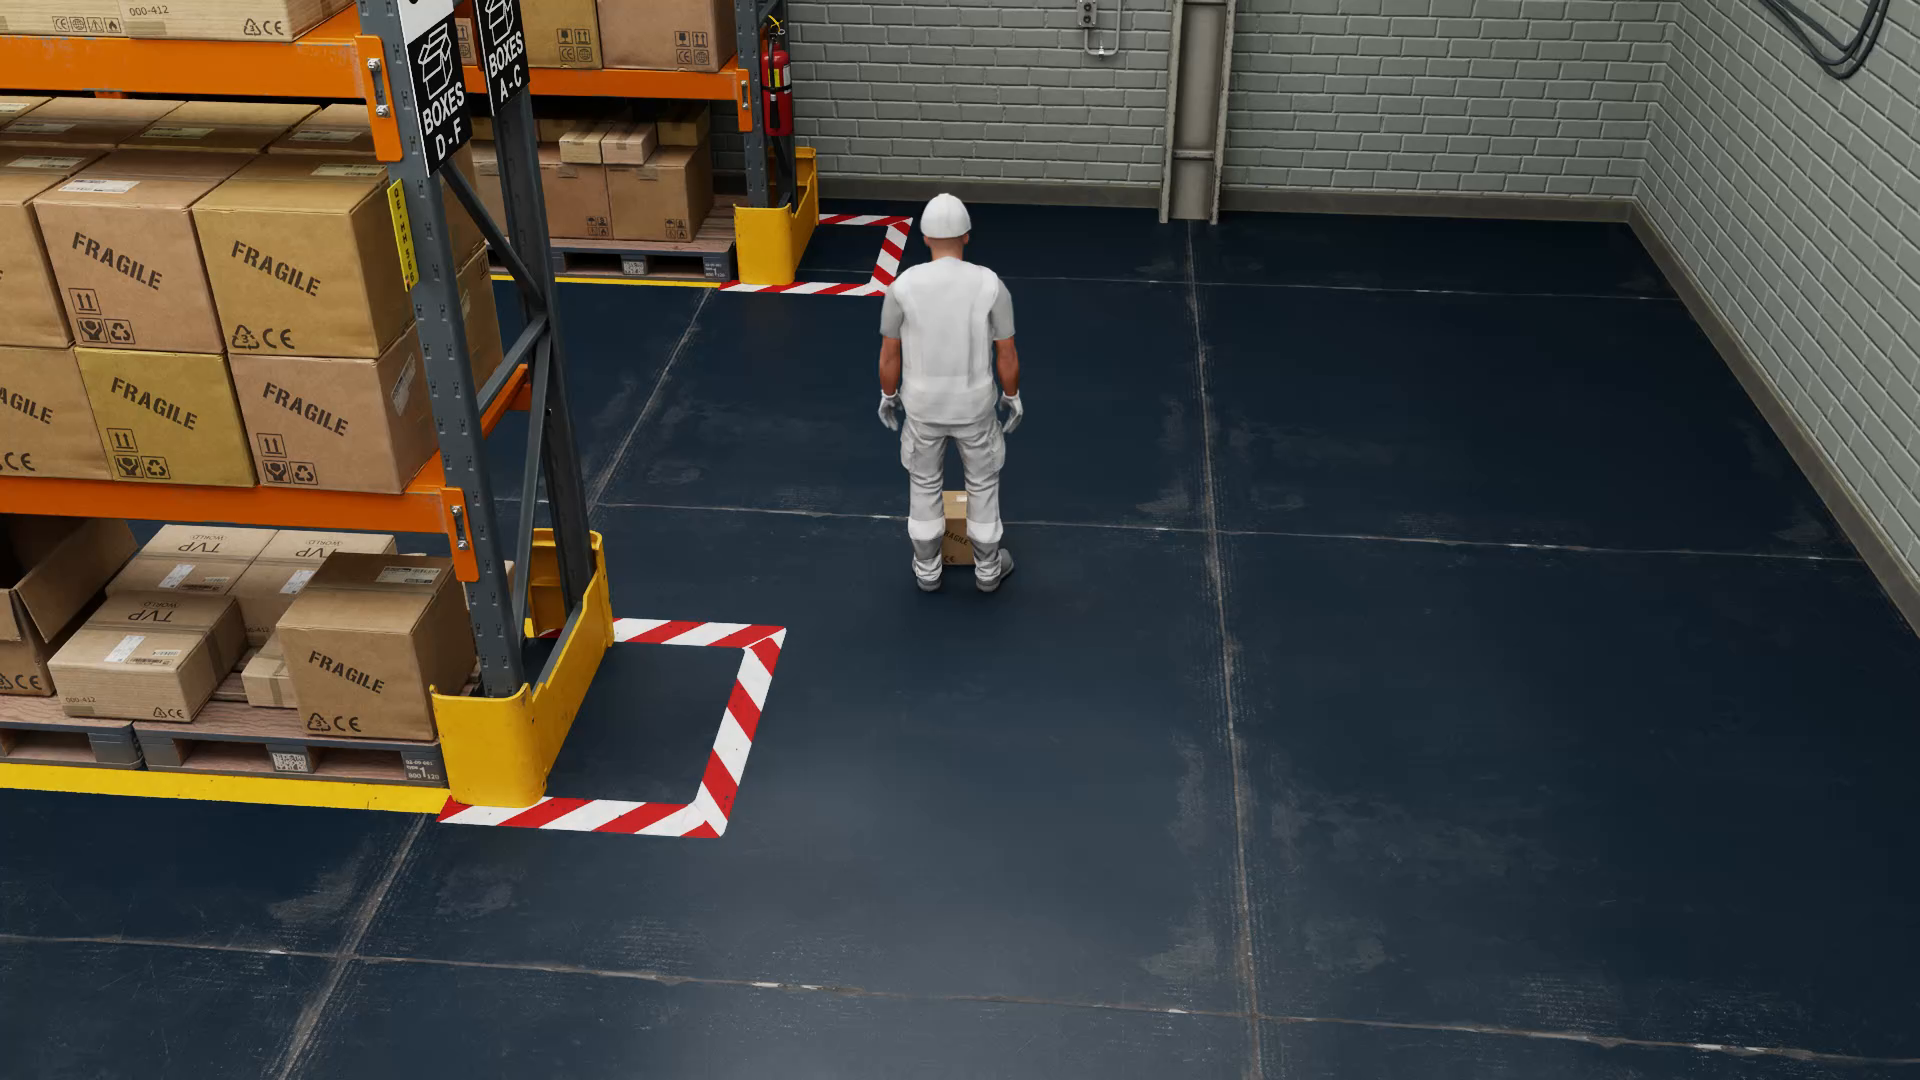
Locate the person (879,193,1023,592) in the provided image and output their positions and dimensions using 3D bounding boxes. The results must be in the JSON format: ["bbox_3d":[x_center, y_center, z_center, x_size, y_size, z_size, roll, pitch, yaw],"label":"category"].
[{"bbox_3d":[-0.039,-0.590,7.077,0.618,1.779,0.455,2,32,3],"label":"person"}]
